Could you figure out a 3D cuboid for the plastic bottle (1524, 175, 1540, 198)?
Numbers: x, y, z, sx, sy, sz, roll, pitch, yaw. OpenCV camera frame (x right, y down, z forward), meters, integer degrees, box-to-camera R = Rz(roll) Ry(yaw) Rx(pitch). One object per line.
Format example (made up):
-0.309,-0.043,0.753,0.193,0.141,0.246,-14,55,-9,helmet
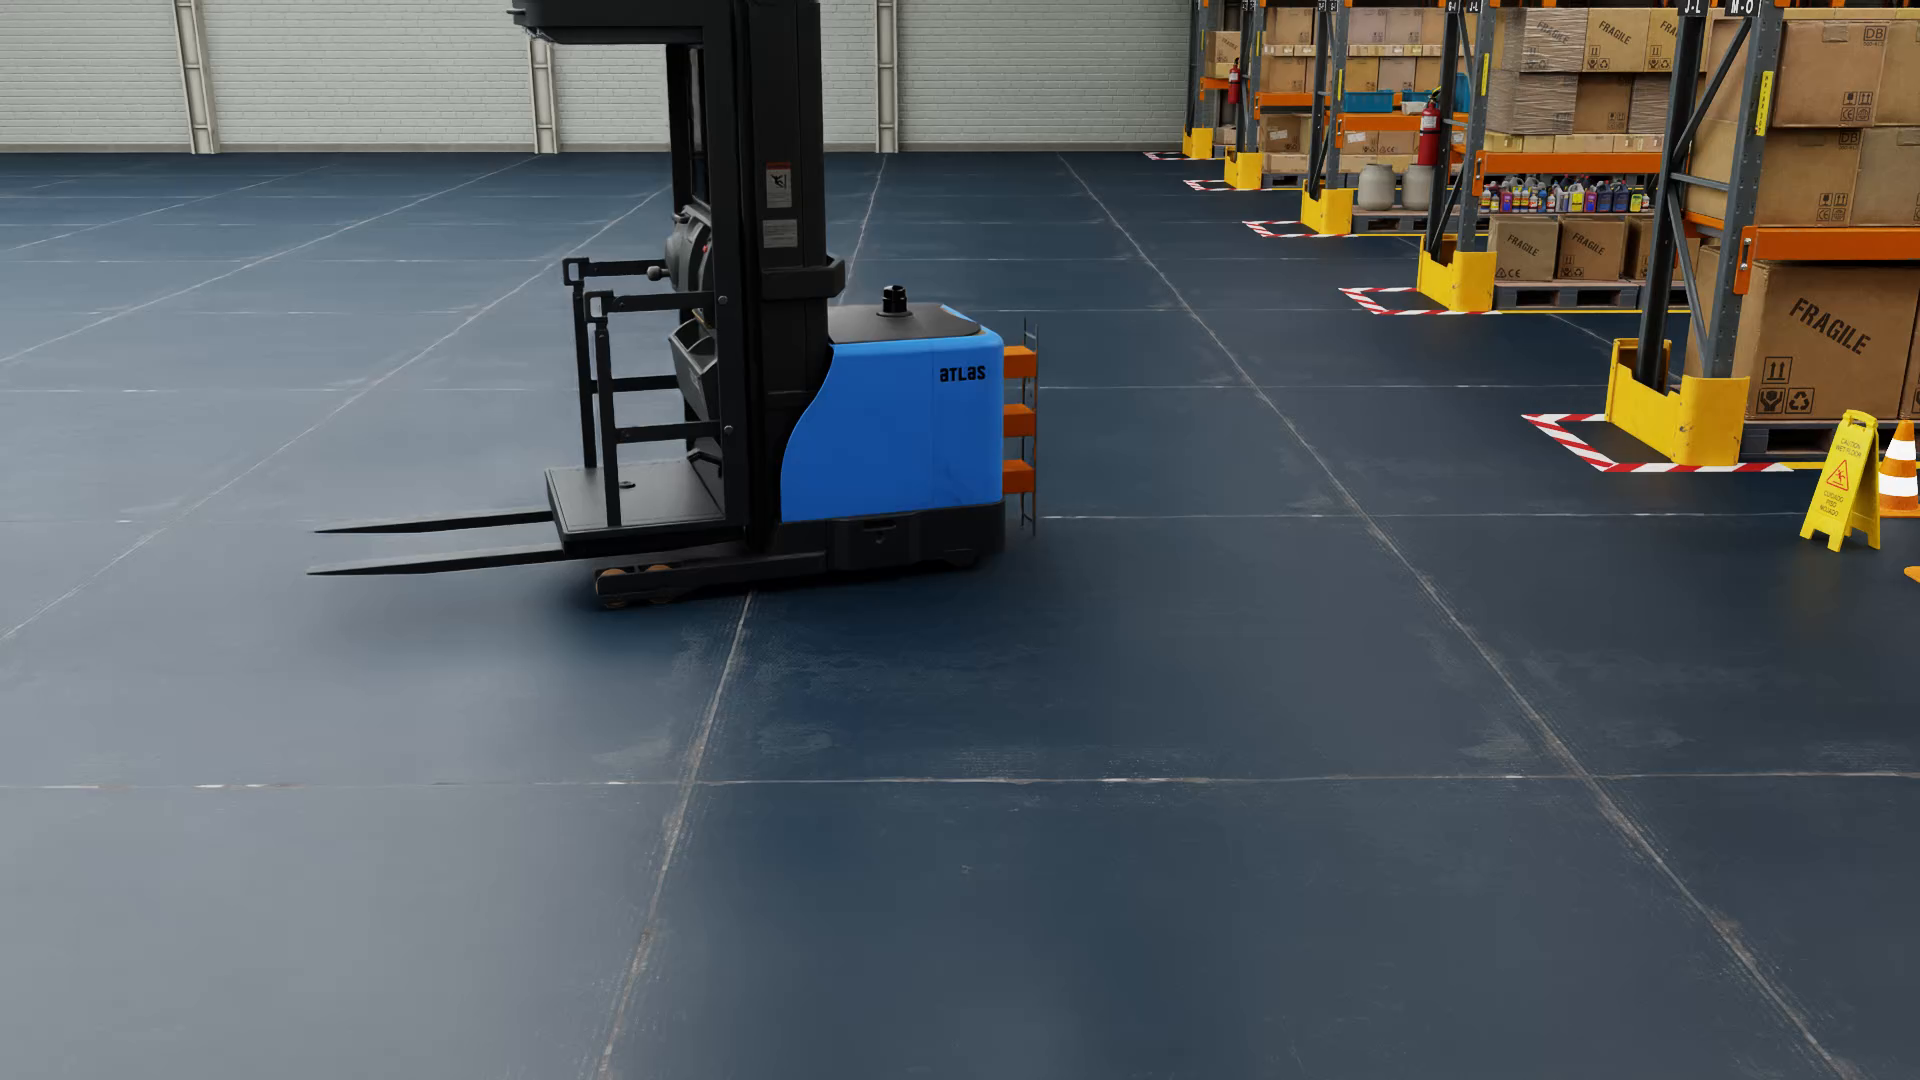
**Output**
6.750,-4.136,19.647,0.185,0.351,0.144,0,18,-1,plastic bottle

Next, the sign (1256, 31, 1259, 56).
4.107,-6.842,22.919,0.005,0.325,0.100,0,18,-1,sign

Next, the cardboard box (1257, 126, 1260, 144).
5.285,-6.982,28.585,0.500,0.311,0.500,1,18,4,cardboard box

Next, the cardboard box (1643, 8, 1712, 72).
5.811,-4.124,13.705,0.500,0.500,0.500,0,18,-1,cardboard box

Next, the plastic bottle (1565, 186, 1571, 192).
6.996,-3.922,19.089,0.133,0.283,0.061,0,18,-1,plastic bottle

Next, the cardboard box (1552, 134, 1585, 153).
5.046,-3.337,13.951,0.250,0.149,0.380,0,18,-1,cardboard box

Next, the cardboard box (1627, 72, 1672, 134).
5.805,-3.748,14.170,0.500,0.500,0.875,0,18,-1,cardboard box

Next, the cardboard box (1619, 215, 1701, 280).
6.105,-2.554,14.504,0.500,0.500,0.500,1,18,4,cardboard box

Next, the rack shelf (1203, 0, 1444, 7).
6.022,-9.170,27.990,4.000,0.370,1.077,0,18,-1,rack shelf

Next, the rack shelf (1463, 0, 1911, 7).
6.256,-4.632,13.842,4.000,0.370,1.077,0,18,-1,rack shelf

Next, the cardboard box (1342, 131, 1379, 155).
5.643,-5.753,23.659,0.500,0.500,0.500,0,18,-1,cardboard box

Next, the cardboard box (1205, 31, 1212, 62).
4.490,-8.437,28.423,0.500,0.500,0.500,0,18,-1,cardboard box

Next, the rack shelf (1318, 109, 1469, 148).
6.178,-4.716,19.016,4.000,0.370,1.077,0,18,-1,rack shelf

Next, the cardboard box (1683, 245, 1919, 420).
4.911,-1.232,9.770,0.875,0.875,0.875,0,18,-1,cardboard box

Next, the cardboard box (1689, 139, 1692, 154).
6.047,-3.323,13.906,0.250,0.149,0.380,0,18,-1,cardboard box

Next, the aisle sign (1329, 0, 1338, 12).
4.111,-6.197,18.199,0.004,0.787,0.394,0,18,-1,aisle sign

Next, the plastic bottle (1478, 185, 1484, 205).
6.124,-4.114,19.688,0.133,0.283,0.061,0,18,0,plastic bottle

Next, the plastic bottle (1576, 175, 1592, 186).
7.364,-4.139,19.656,0.185,0.351,0.144,0,18,1,plastic bottle

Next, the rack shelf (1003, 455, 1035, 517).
0.217,-0.252,8.060,0.240,0.259,0.215,-5,18,-16,rack shelf

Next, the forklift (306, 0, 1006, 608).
-1.366,-1.283,7.248,3.031,2.935,1.130,-6,19,-17,forklift

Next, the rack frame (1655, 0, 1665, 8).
12.021,-8.113,28.429,0.127,3.000,1.000,0,18,-1,rack frame

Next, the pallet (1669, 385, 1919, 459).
5.032,-0.721,9.949,1.213,0.211,1.003,0,18,-1,pallet

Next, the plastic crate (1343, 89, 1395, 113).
4.674,-5.072,19.191,0.616,0.251,0.499,0,18,-1,plastic crate

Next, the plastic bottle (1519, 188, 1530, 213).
6.439,-3.875,18.963,0.097,0.271,0.097,0,18,0,plastic bottle

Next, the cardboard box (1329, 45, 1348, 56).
5.265,-6.858,23.289,0.250,0.149,0.380,-1,18,-2,cardboard box

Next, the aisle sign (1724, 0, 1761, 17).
4.168,-3.167,8.753,0.004,0.787,0.394,0,18,-1,aisle sign

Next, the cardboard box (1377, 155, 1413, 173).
6.143,-5.394,23.765,0.500,0.250,0.500,0,18,-1,cardboard box

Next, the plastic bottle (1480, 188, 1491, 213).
5.996,-3.873,18.956,0.097,0.271,0.097,0,18,0,plastic bottle

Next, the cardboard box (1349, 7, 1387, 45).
5.653,-7.233,23.396,0.500,0.500,0.700,0,18,-1,cardboard box

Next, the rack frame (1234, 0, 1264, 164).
4.104,-6.562,23.592,0.127,3.000,1.000,0,18,-1,rack frame

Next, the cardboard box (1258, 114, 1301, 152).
4.635,-5.903,24.125,0.500,0.500,0.500,0,18,-1,cardboard box

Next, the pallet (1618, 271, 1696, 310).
6.362,-2.207,14.581,1.213,0.211,1.003,0,18,-1,pallet

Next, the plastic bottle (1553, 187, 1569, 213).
6.861,-3.888,18.994,0.135,0.276,0.152,0,18,0,plastic bottle

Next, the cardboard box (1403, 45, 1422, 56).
6.300,-6.863,23.305,0.250,0.149,0.380,0,18,1,cardboard box

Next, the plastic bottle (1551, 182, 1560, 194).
7.029,-4.088,19.628,0.097,0.271,0.097,0,18,0,plastic bottle

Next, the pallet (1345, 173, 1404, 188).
6.085,-5.255,24.085,1.213,0.211,1.003,0,18,-1,pallet

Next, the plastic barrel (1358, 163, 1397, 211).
4.835,-4.091,19.274,0.421,0.512,0.421,0,18,0,plastic barrel

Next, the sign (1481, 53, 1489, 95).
4.265,-3.783,13.511,0.005,0.325,0.100,0,18,-1,sign

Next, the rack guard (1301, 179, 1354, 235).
4.254,-3.873,19.304,0.348,0.500,1.175,0,18,-1,rack guard

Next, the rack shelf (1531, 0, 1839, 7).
10.103,-7.676,23.334,4.000,0.370,1.077,0,18,-1,rack shelf

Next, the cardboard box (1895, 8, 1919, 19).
7.810,-4.135,13.738,0.500,0.500,0.500,0,18,-1,cardboard box

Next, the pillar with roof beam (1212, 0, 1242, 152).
4.776,-9.884,24.127,0.400,9.000,9.100,0,18,-1,pillar with roof beam

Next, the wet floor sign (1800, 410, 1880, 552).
4.236,-0.295,7.910,0.232,0.644,0.267,-3,18,-10,wet floor sign

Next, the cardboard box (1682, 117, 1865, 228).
4.604,-2.108,9.462,0.550,0.550,0.875,0,18,-1,cardboard box

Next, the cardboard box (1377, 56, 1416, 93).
6.119,-6.616,23.597,0.500,0.500,0.700,0,18,1,cardboard box

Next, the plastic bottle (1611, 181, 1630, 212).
7.538,-3.925,18.989,0.185,0.351,0.144,-1,18,-2,plastic bottle

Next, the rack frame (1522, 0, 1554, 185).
8.103,-6.581,23.652,0.127,3.000,1.000,0,18,-1,rack frame

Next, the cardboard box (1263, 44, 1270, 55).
4.483,-6.978,23.665,0.250,0.149,0.380,-1,18,-2,cardboard box

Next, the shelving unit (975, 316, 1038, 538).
0.217,-0.527,7.971,0.252,1.050,0.215,-5,18,-16,shelving unit
